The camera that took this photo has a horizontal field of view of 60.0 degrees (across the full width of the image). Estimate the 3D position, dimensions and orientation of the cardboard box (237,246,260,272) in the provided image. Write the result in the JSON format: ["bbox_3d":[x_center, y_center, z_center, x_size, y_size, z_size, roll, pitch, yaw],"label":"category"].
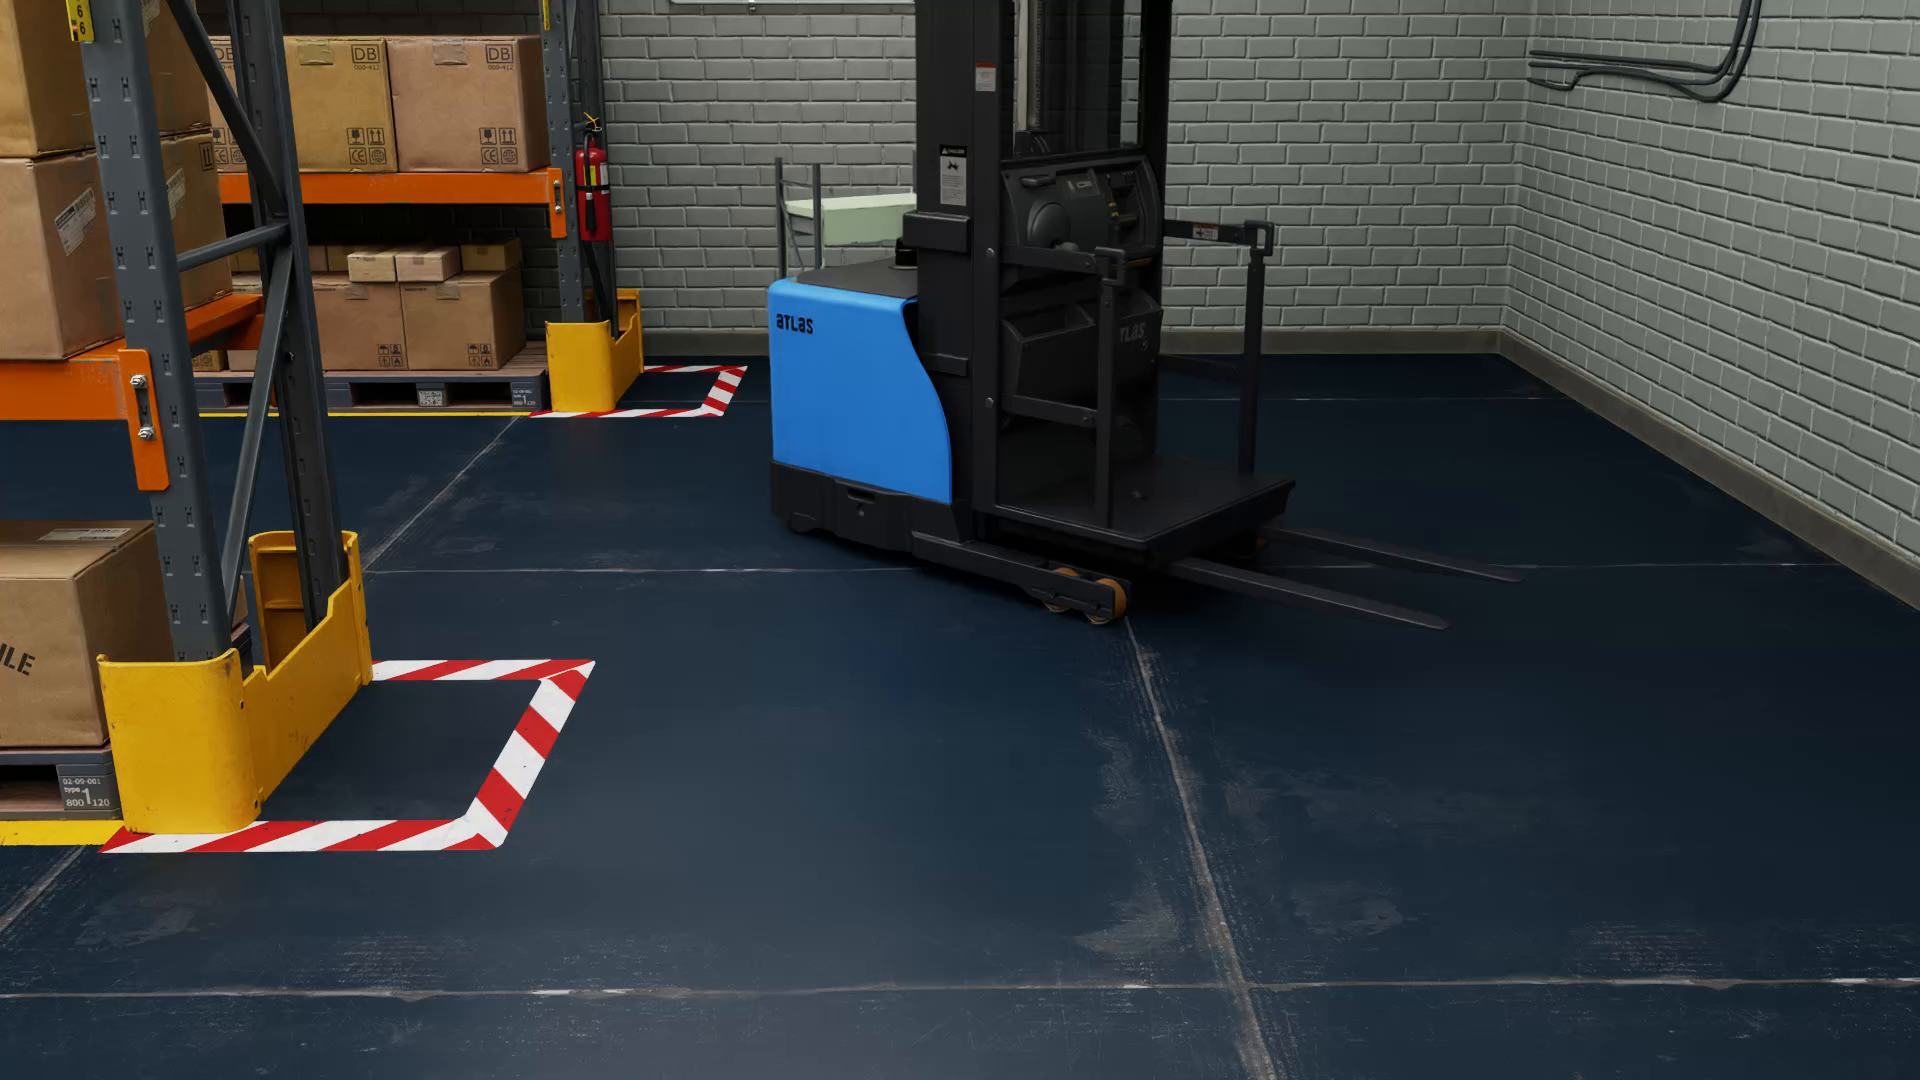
[{"bbox_3d":[-3.990,-1.656,9.643,0.250,0.149,0.380,0,18,0],"label":"cardboard box"}]

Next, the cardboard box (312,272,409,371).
[{"bbox_3d":[-3.345,-1.290,9.563,0.500,0.500,0.700,0,18,-1],"label":"cardboard box"}]

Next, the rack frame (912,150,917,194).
[{"bbox_3d":[-0.109,-1.098,8.014,0.023,1.500,0.400,-11,21,-31],"label":"rack frame"}]

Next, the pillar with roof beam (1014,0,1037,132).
[{"bbox_3d":[0.608,-4.136,5.207,0.400,9.000,9.100,0,18,-1],"label":"pillar with roof beam"}]

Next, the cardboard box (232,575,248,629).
[{"bbox_3d":[-2.488,0.241,5.331,0.250,0.149,0.380,0,18,-1],"label":"cardboard box"}]

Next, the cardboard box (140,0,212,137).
[{"bbox_3d":[-2.512,-1.406,4.718,0.500,0.500,0.500,0,18,1],"label":"cardboard box"}]

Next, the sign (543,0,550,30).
[{"bbox_3d":[-2.151,-2.815,8.629,0.005,0.325,0.100,0,18,-1],"label":"sign"}]

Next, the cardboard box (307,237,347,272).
[{"bbox_3d":[-3.734,-1.658,9.647,0.250,0.149,0.380,0,18,0],"label":"cardboard box"}]

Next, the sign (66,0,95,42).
[{"bbox_3d":[-2.075,-1.336,3.888,0.005,0.325,0.100,0,18,-1],"label":"sign"}]

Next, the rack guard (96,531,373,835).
[{"bbox_3d":[-2.140,0.387,5.023,0.348,0.500,1.175,0,18,-1],"label":"rack guard"}]

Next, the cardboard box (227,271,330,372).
[{"bbox_3d":[-3.848,-1.287,9.555,0.500,0.500,0.700,-1,18,-3],"label":"cardboard box"}]

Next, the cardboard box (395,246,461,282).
[{"bbox_3d":[-2.970,-1.545,9.296,0.250,0.149,0.380,0,18,-2],"label":"cardboard box"}]

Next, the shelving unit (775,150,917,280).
[{"bbox_3d":[-0.417,-1.038,7.826,0.755,1.500,0.431,-11,21,-31],"label":"shelving unit"}]

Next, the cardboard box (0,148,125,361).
[{"bbox_3d":[-2.508,-0.766,4.361,0.500,0.500,0.500,0,18,1],"label":"cardboard box"}]

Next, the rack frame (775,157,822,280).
[{"bbox_3d":[-0.726,-0.978,7.638,0.023,1.500,0.400,-11,21,-31],"label":"rack frame"}]

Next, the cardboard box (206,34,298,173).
[{"bbox_3d":[-4.146,-2.446,9.271,0.700,0.700,0.980,-1,18,-4],"label":"cardboard box"}]

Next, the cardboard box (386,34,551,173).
[{"bbox_3d":[-2.656,-2.454,9.295,0.700,0.700,0.980,1,18,2],"label":"cardboard box"}]

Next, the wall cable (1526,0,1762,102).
[{"bbox_3d":[3.515,-3.613,8.661,0.112,2.526,3.097,0,18,-1],"label":"wall cable"}]

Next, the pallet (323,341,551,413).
[{"bbox_3d":[-2.944,-0.961,9.698,1.213,0.211,1.003,0,18,-1],"label":"pallet"}]

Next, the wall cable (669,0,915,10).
[{"bbox_3d":[-0.881,-3.095,10.123,1.851,1.984,0.084,0,18,-1],"label":"wall cable"}]

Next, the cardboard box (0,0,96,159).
[{"bbox_3d":[-2.505,-1.241,4.206,0.500,0.500,0.500,0,18,-1],"label":"cardboard box"}]

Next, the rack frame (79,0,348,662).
[{"bbox_3d":[-2.064,-0.804,4.642,0.127,3.000,1.000,0,18,-1],"label":"rack frame"}]

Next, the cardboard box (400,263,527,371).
[{"bbox_3d":[-2.844,-1.292,9.570,0.500,0.500,0.700,0,18,-1],"label":"cardboard box"}]

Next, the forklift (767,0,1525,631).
[{"bbox_3d":[0.635,-1.269,6.205,3.031,2.935,1.130,14,23,38],"label":"forklift"}]

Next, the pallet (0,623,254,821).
[{"bbox_3d":[-2.937,0.529,5.054,1.213,0.211,1.003,0,18,-1],"label":"pallet"}]

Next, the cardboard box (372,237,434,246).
[{"bbox_3d":[-3.229,-1.660,9.655,0.250,0.149,0.380,0,18,-1],"label":"cardboard box"}]

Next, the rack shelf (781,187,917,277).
[{"bbox_3d":[-0.418,-1.410,7.708,0.720,0.370,0.431,-11,21,-31],"label":"rack shelf"}]

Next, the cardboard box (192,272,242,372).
[{"bbox_3d":[-4.381,-1.282,9.540,0.500,0.500,0.700,0,18,0],"label":"cardboard box"}]

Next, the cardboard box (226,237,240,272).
[{"bbox_3d":[-4.243,-1.655,9.639,0.250,0.149,0.380,-1,18,-2],"label":"cardboard box"}]

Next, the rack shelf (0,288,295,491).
[{"bbox_3d":[-4.064,-0.451,4.722,4.000,0.370,1.077,0,18,-1],"label":"rack shelf"}]

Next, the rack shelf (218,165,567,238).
[{"bbox_3d":[-4.146,-1.964,9.438,4.000,0.370,1.077,0,18,-1],"label":"rack shelf"}]

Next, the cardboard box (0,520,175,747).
[{"bbox_3d":[-2.604,0.255,4.714,0.500,0.500,0.500,0,18,-1],"label":"cardboard box"}]

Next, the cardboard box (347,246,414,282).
[{"bbox_3d":[-3.226,-1.543,9.291,0.250,0.149,0.380,0,18,1],"label":"cardboard box"}]

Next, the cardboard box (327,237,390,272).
[{"bbox_3d":[-3.479,-1.659,9.652,0.250,0.149,0.380,0,18,0],"label":"cardboard box"}]

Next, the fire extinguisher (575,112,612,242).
[{"bbox_3d":[-1.988,-1.962,8.990,0.183,0.674,0.296,0,18,-1],"label":"fire extinguisher"}]

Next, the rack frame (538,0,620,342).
[{"bbox_3d":[-2.146,-2.317,9.358,0.127,3.000,1.000,0,18,-1],"label":"rack frame"}]

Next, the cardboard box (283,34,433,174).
[{"bbox_3d":[-3.383,-2.447,9.274,0.700,0.700,0.980,0,18,-1],"label":"cardboard box"}]

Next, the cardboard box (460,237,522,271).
[{"bbox_3d":[-2.723,-1.663,9.664,0.250,0.149,0.380,0,18,0],"label":"cardboard box"}]

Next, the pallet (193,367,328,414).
[{"bbox_3d":[-4.161,-0.956,9.682,1.213,0.211,1.003,0,18,-1],"label":"pallet"}]

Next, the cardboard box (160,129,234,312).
[{"bbox_3d":[-2.512,-0.930,4.871,0.500,0.500,0.500,0,18,0],"label":"cardboard box"}]

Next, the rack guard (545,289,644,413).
[{"bbox_3d":[-2.122,-1.126,9.741,0.348,0.500,1.175,0,18,-1],"label":"rack guard"}]
